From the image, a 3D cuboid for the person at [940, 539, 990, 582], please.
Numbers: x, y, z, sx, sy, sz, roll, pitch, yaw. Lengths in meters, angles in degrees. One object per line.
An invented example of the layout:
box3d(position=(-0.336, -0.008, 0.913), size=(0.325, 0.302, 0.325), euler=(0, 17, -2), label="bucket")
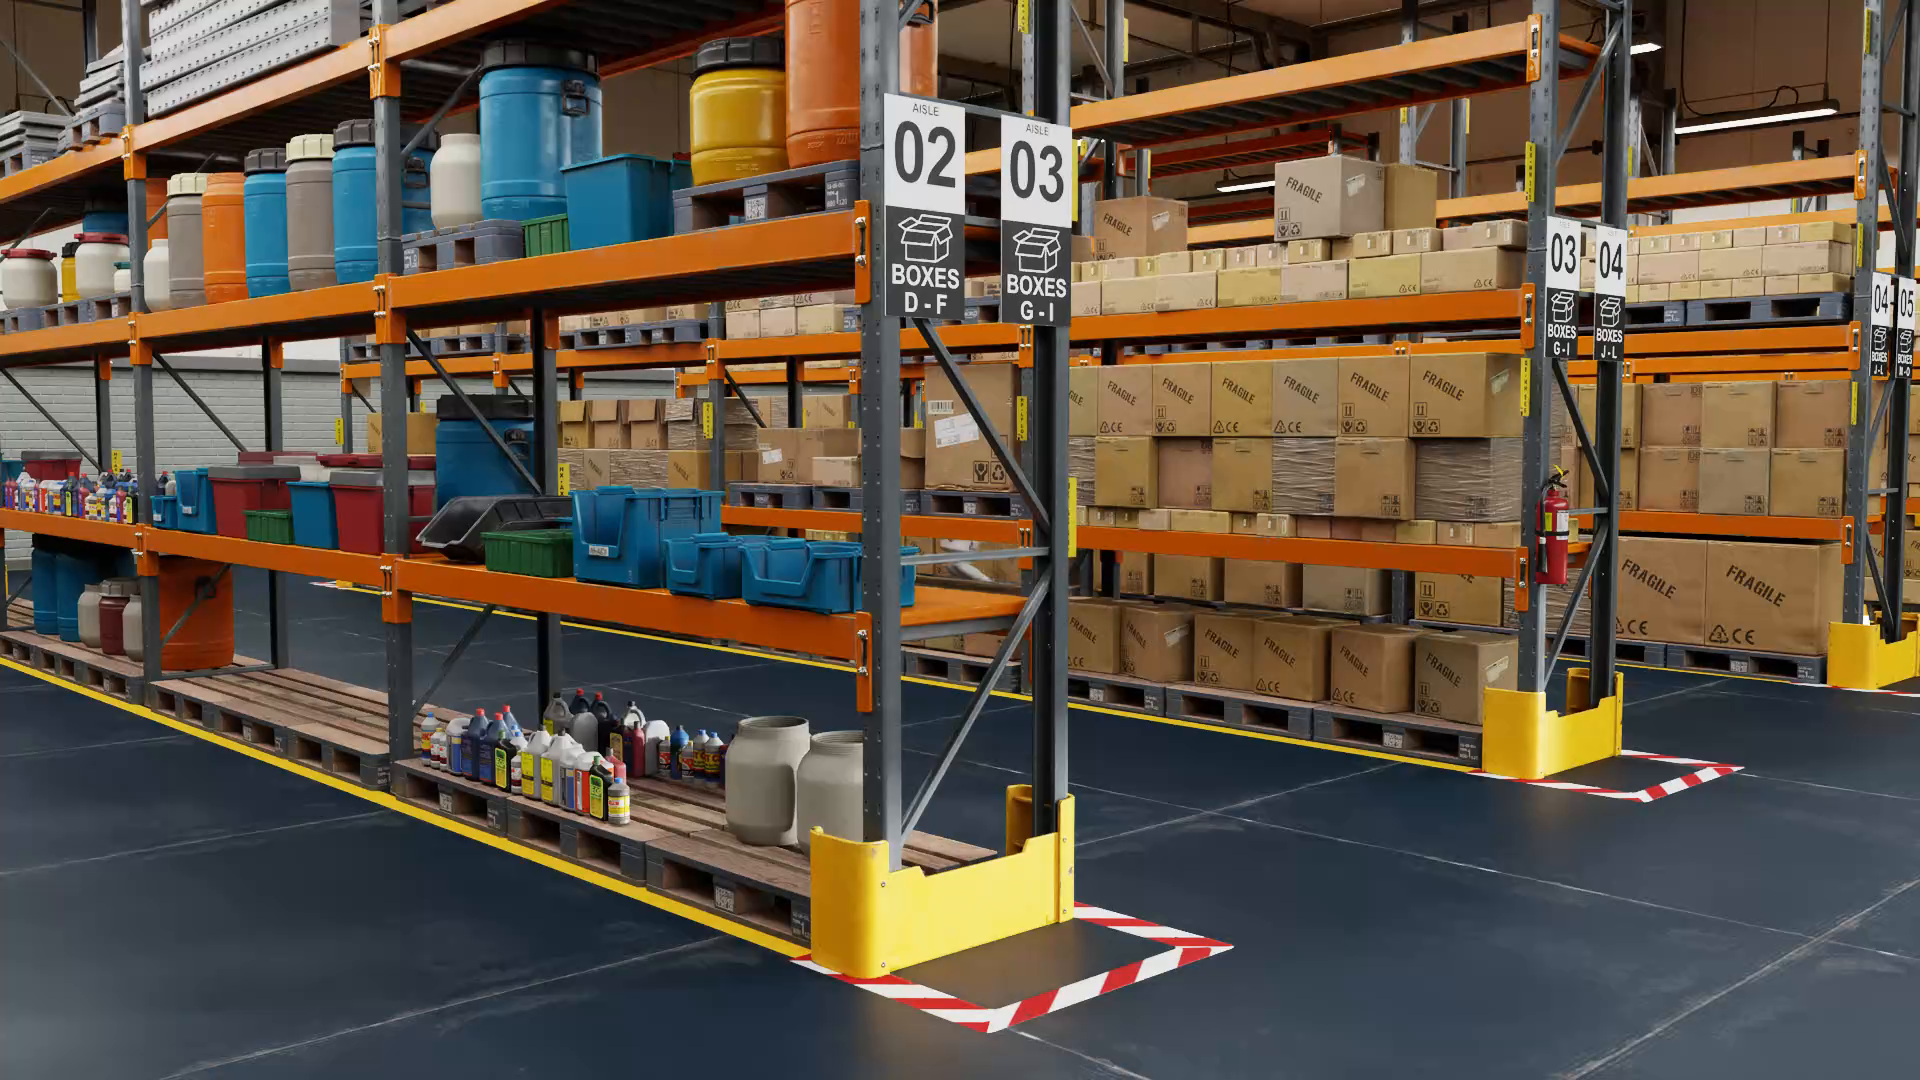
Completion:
box3d(position=(0.094, -0.130, 18.262), size=(0.691, 1.768, 0.606), euler=(3, 5, 36), label="person")
